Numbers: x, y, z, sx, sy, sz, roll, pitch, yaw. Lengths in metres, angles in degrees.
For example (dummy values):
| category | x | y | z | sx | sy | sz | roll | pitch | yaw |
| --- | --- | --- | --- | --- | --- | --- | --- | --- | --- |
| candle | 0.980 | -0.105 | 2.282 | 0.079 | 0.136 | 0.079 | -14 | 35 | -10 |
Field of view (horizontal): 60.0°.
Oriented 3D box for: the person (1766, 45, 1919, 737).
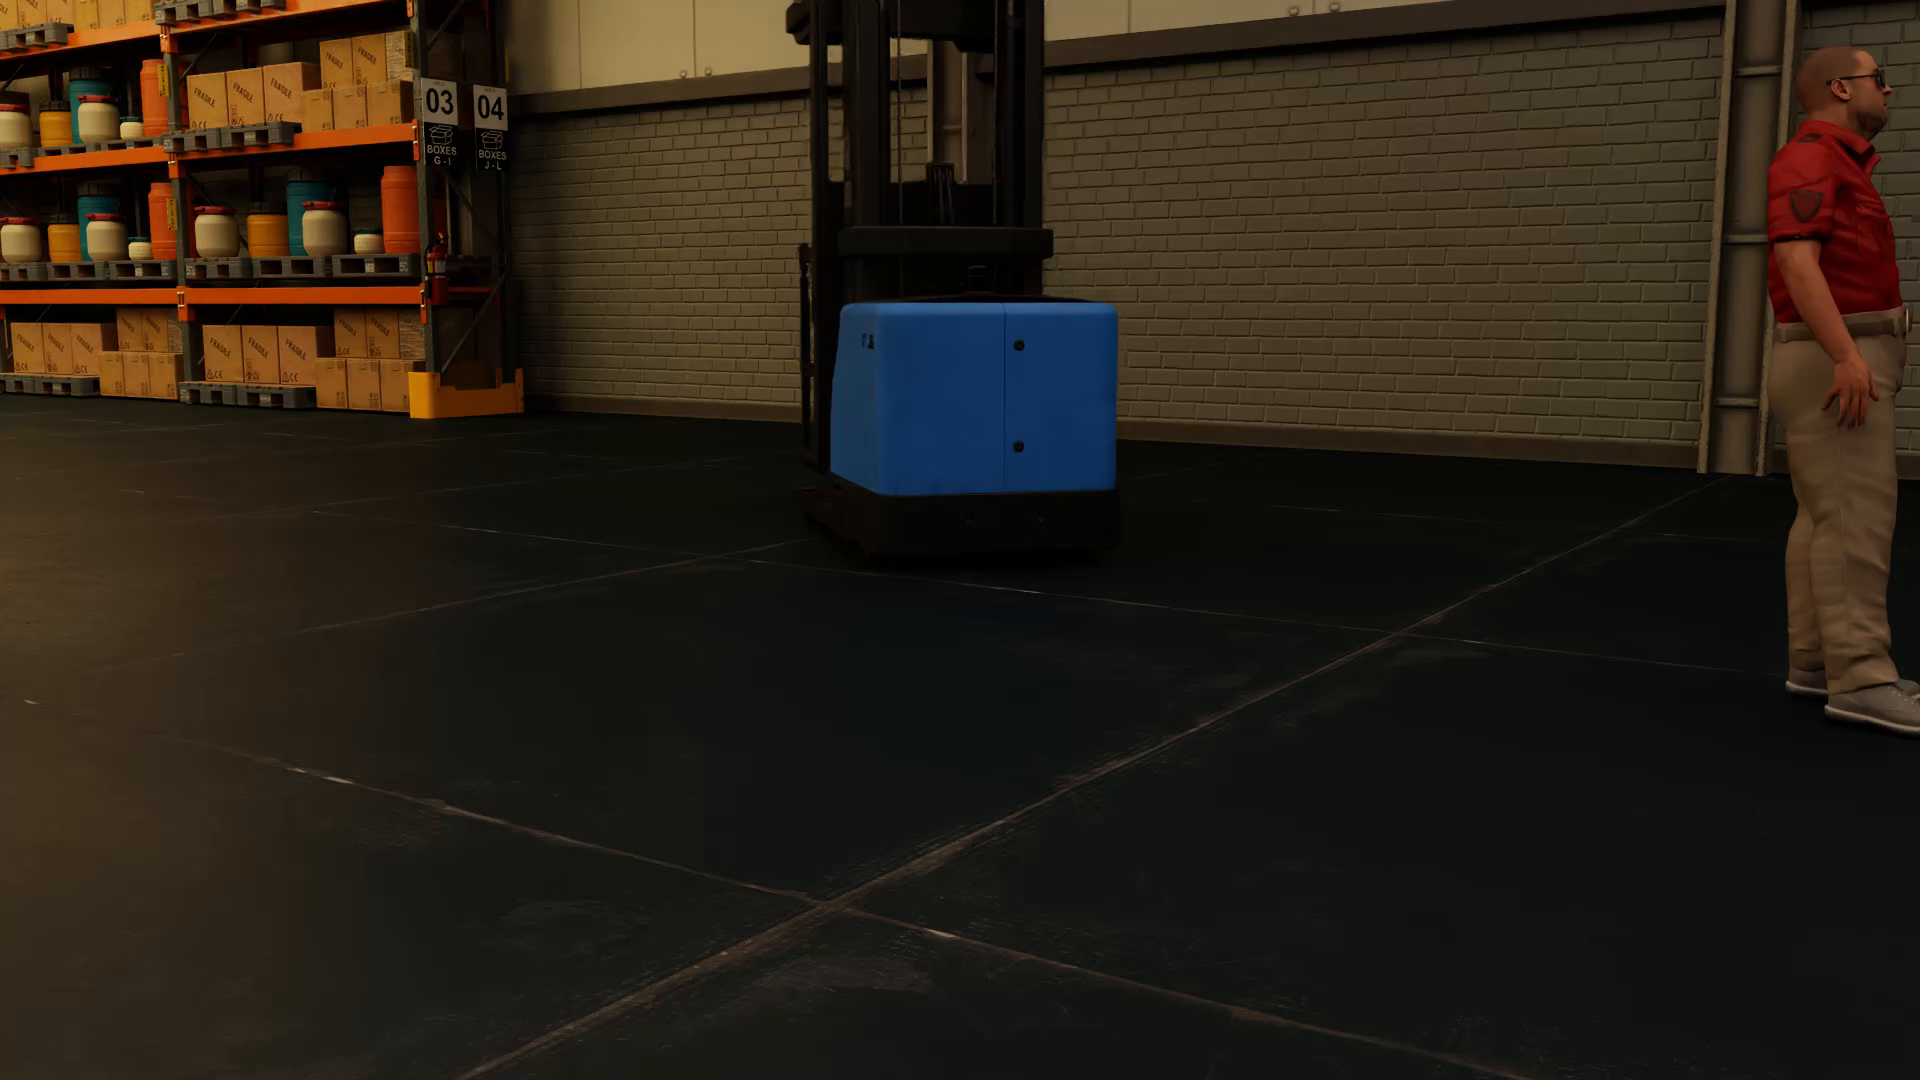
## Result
| category | x | y | z | sx | sy | sz | roll | pitch | yaw |
| --- | --- | --- | --- | --- | --- | --- | --- | --- | --- |
| person | 2.386 | -0.415 | 4.337 | 0.551 | 1.727 | 0.640 | 5 | 9 | 30 |

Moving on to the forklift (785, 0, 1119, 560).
| category | x | y | z | sx | sy | sz | roll | pitch | yaw |
| --- | --- | --- | --- | --- | --- | --- | --- | --- | --- |
| forklift | -0.219 | -1.538 | 8.010 | 1.130 | 2.935 | 3.031 | -2 | 8 | -15 |
